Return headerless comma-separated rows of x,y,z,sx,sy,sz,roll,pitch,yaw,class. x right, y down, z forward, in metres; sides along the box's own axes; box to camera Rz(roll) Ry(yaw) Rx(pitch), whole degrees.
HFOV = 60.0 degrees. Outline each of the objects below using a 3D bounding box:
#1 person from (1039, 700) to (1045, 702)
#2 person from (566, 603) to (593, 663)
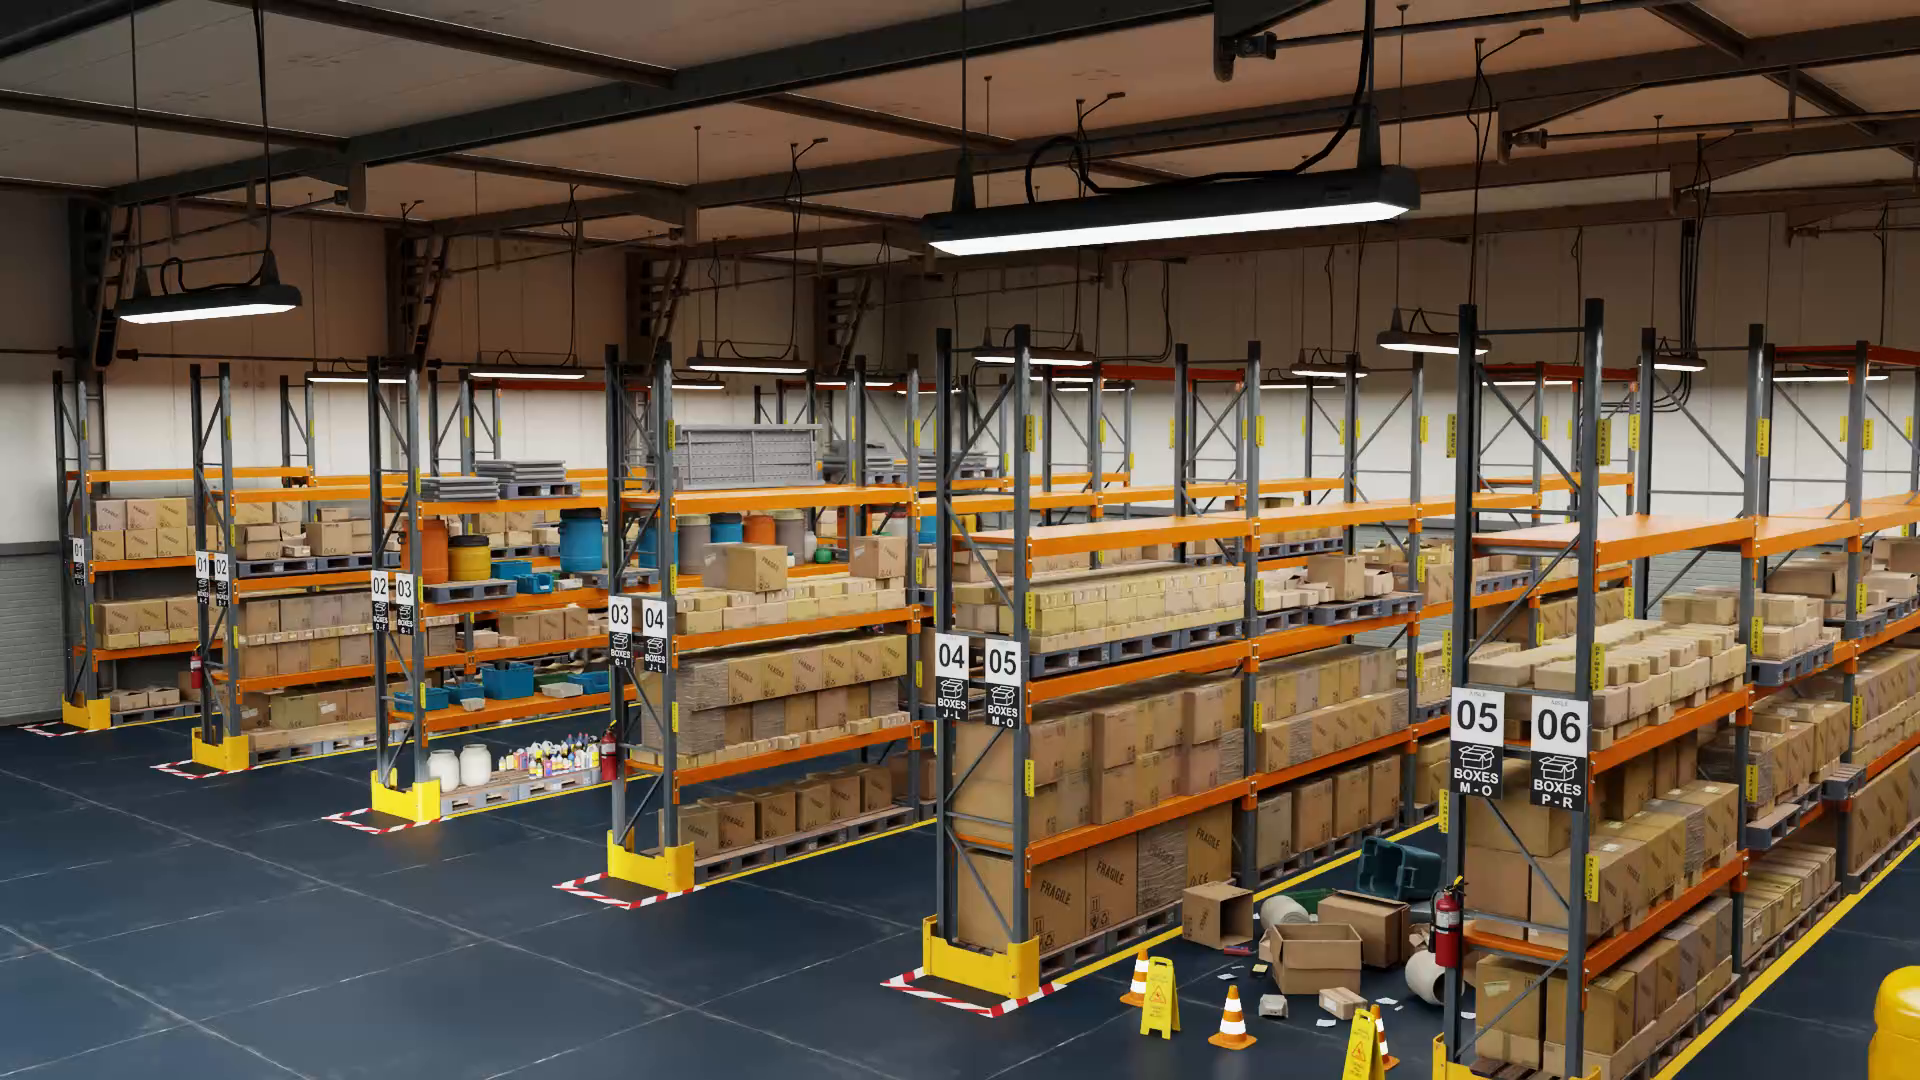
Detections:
1.178,2.825,20.909,0.707,1.724,0.867,2,5,27,person
-7.536,2.003,32.750,0.684,1.599,0.864,2,4,20,person
